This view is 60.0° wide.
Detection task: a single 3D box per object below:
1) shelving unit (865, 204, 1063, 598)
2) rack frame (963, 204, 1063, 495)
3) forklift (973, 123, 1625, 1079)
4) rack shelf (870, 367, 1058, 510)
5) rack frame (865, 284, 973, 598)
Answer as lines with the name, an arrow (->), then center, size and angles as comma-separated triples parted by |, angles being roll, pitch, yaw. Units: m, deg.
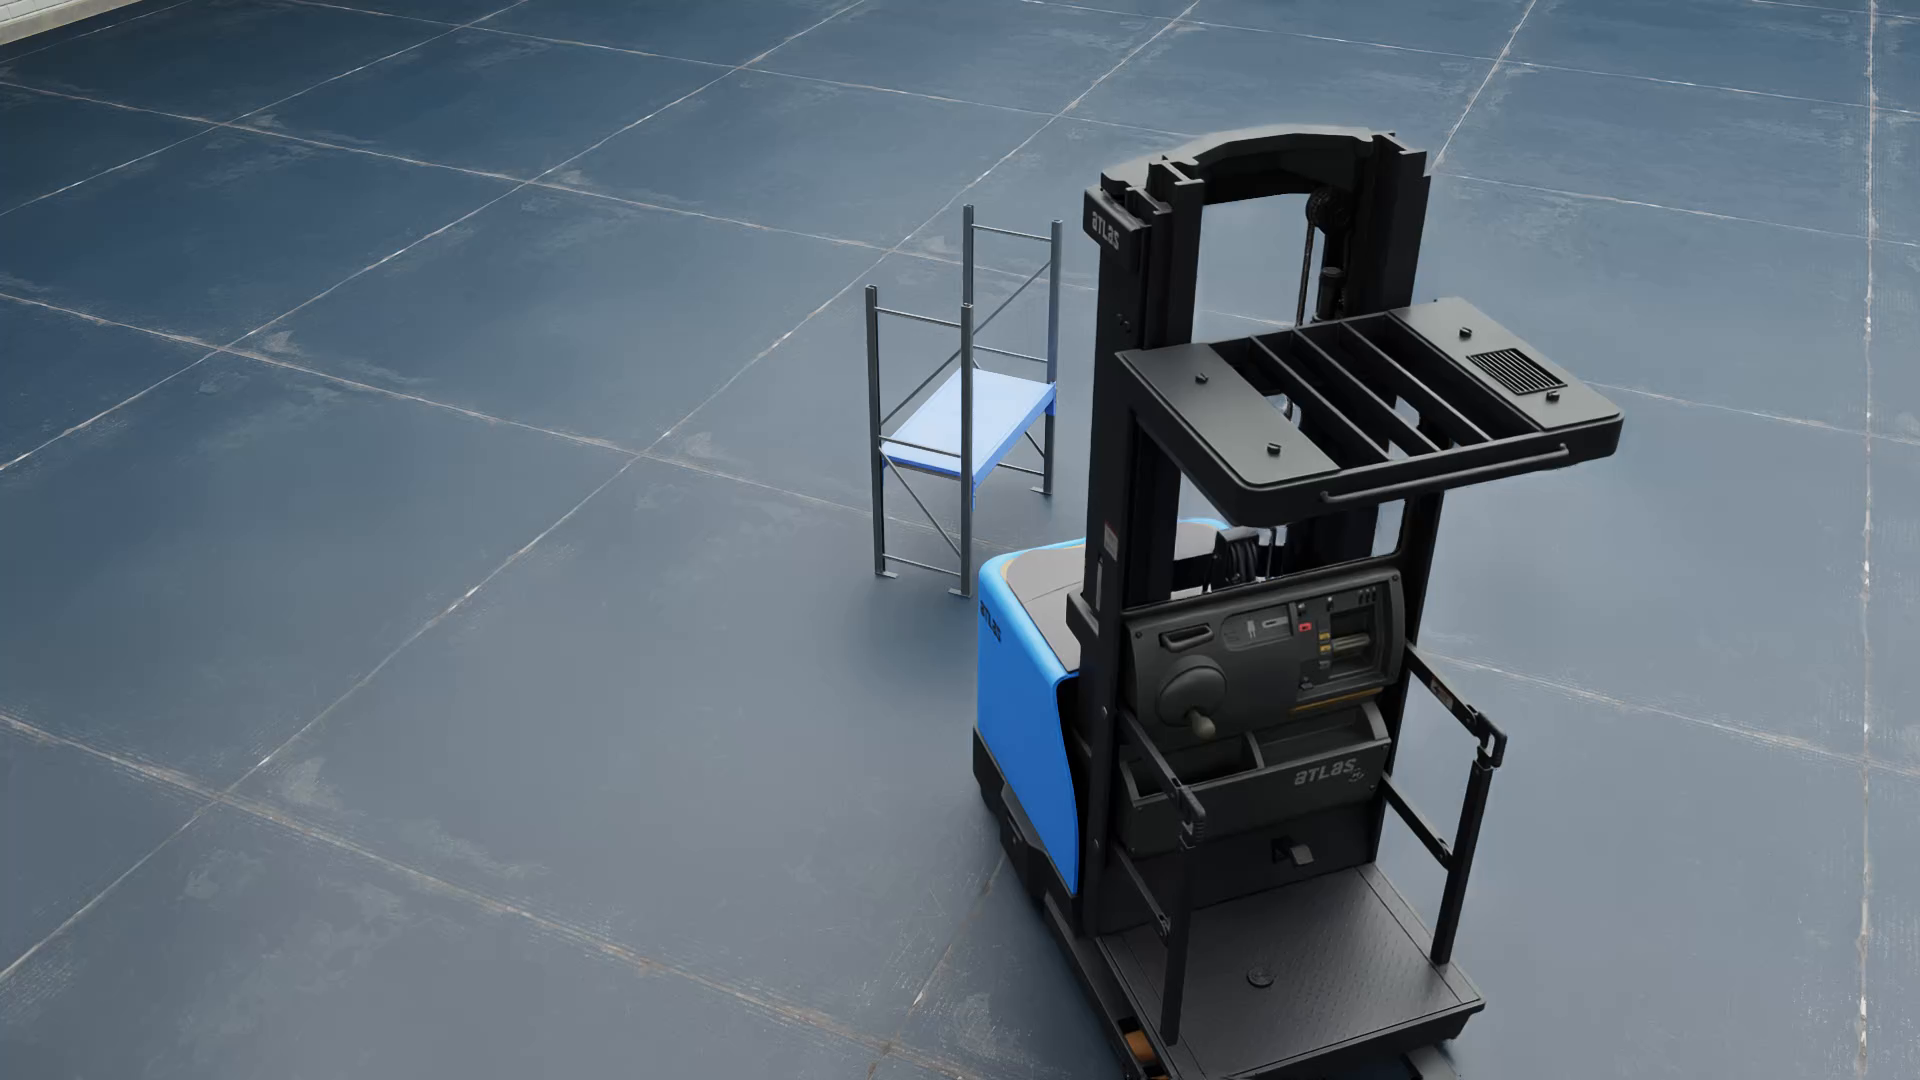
shelving unit -> 0.036, -0.670, 7.904 | 0.538, 1.500, 1.048 | 14, 36, 20
rack frame -> 0.248, -0.923, 8.290 | 0.500, 1.500, 0.032 | 14, 36, 20
forklift -> 1.028, 0.410, 4.951 | 1.130, 2.935, 3.031 | -11, 35, -16
rack shelf -> 0.036, -0.519, 8.002 | 0.538, 0.185, 1.000 | 14, 36, 20
rack frame -> -0.177, -0.417, 7.517 | 0.500, 1.500, 0.032 | 14, 36, 20
